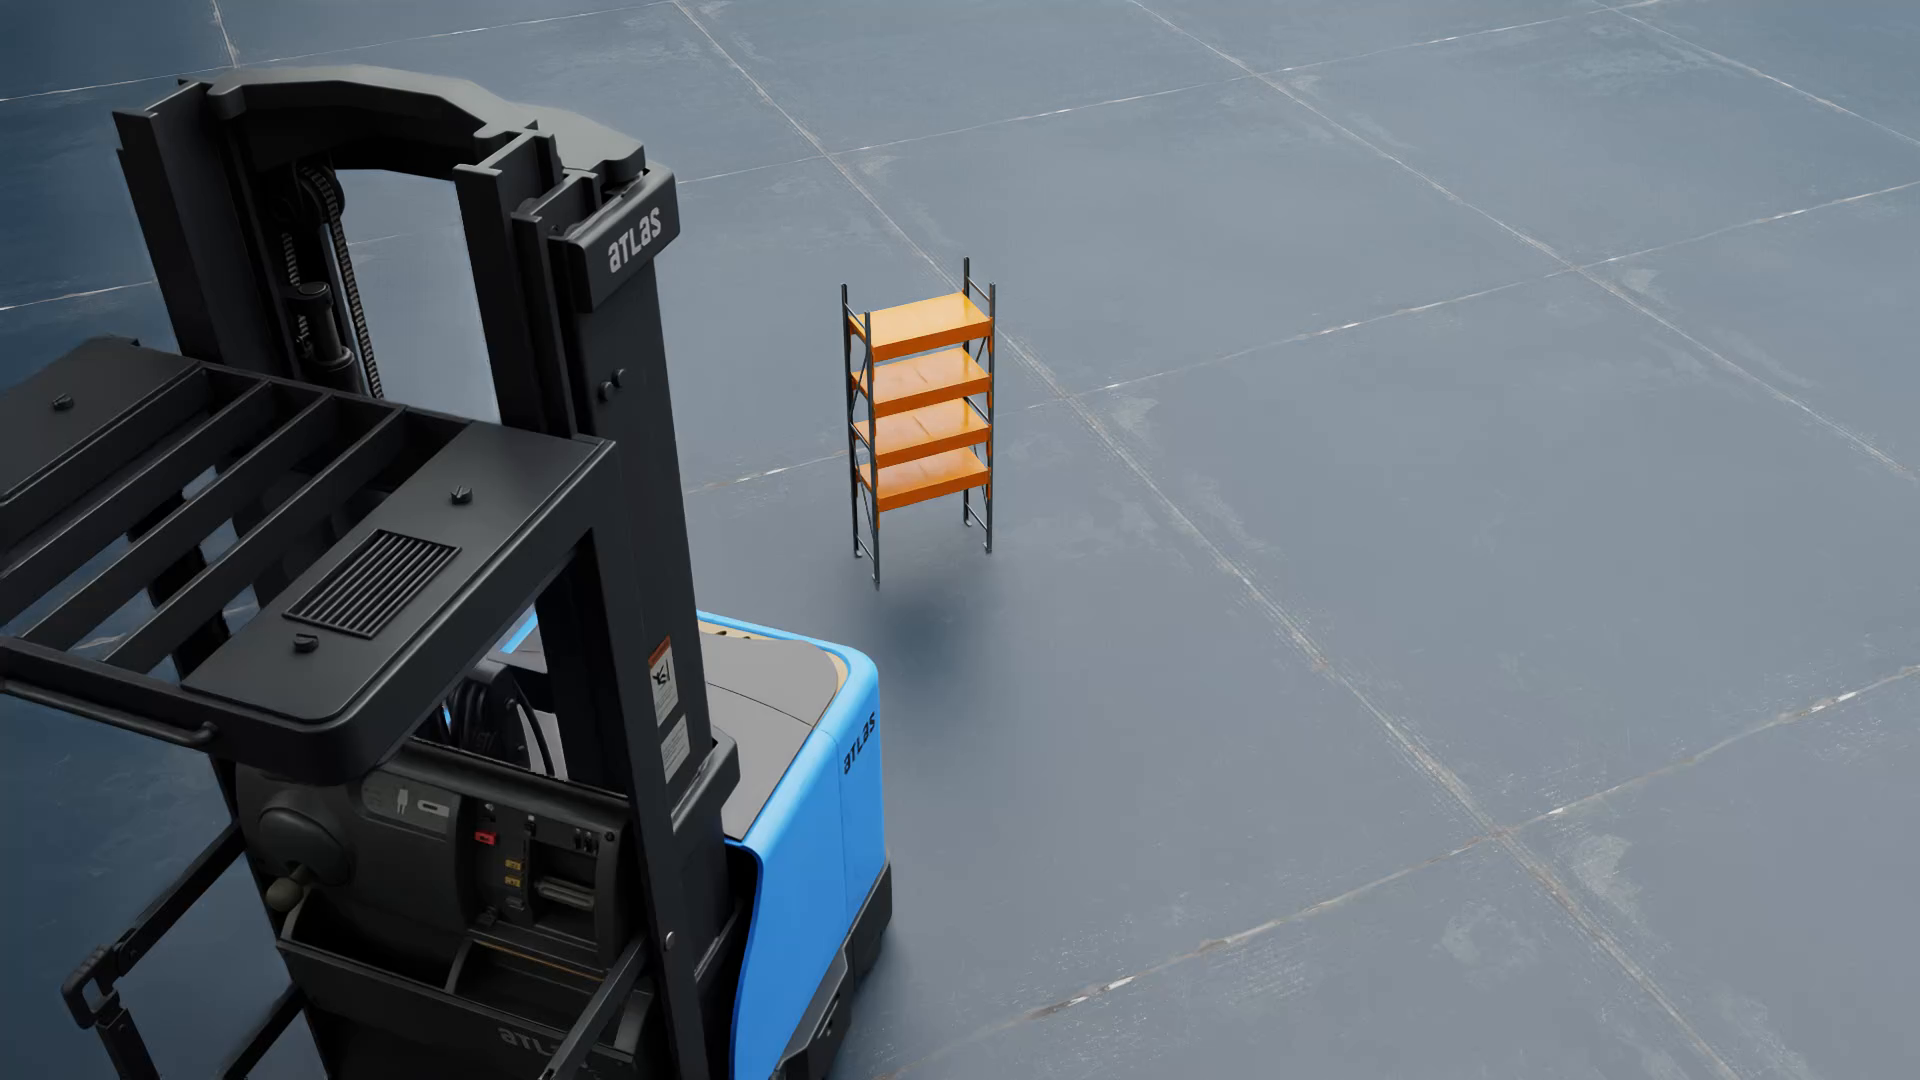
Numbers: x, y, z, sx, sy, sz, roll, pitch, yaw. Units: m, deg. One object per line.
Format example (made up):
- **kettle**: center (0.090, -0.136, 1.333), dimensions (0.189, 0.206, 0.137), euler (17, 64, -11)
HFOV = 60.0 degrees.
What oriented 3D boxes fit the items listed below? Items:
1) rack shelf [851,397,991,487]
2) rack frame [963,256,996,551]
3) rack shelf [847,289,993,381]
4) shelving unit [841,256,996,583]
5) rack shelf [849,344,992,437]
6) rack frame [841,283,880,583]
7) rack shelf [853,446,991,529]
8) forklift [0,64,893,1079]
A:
- **rack shelf**: center (-0.150, -0.386, 6.376), dimensions (0.480, 0.148, 0.258), euler (-16, 39, -20)
- **rack frame**: center (0.071, -0.502, 6.419), dimensions (0.015, 1.200, 0.240), euler (-16, 39, -20)
- **rack shelf**: center (-0.150, -0.756, 6.102), dimensions (0.480, 0.148, 0.258), euler (-16, 39, -20)
- **shelving unit**: center (-0.150, -0.440, 6.336), dimensions (0.503, 1.200, 0.258), euler (-16, 39, -20)
- **rack shelf**: center (-0.150, -0.566, 6.243), dimensions (0.480, 0.148, 0.258), euler (-16, 39, -20)
- **rack frame**: center (-0.371, -0.378, 6.253), dimensions (0.015, 1.200, 0.240), euler (-16, 39, -20)
- **rack shelf**: center (-0.150, -0.226, 6.494), dimensions (0.480, 0.148, 0.258), euler (-16, 39, -20)
- **forklift**: center (-1.191, 0.718, 3.322), dimensions (1.130, 2.935, 3.031), euler (12, 38, 16)
